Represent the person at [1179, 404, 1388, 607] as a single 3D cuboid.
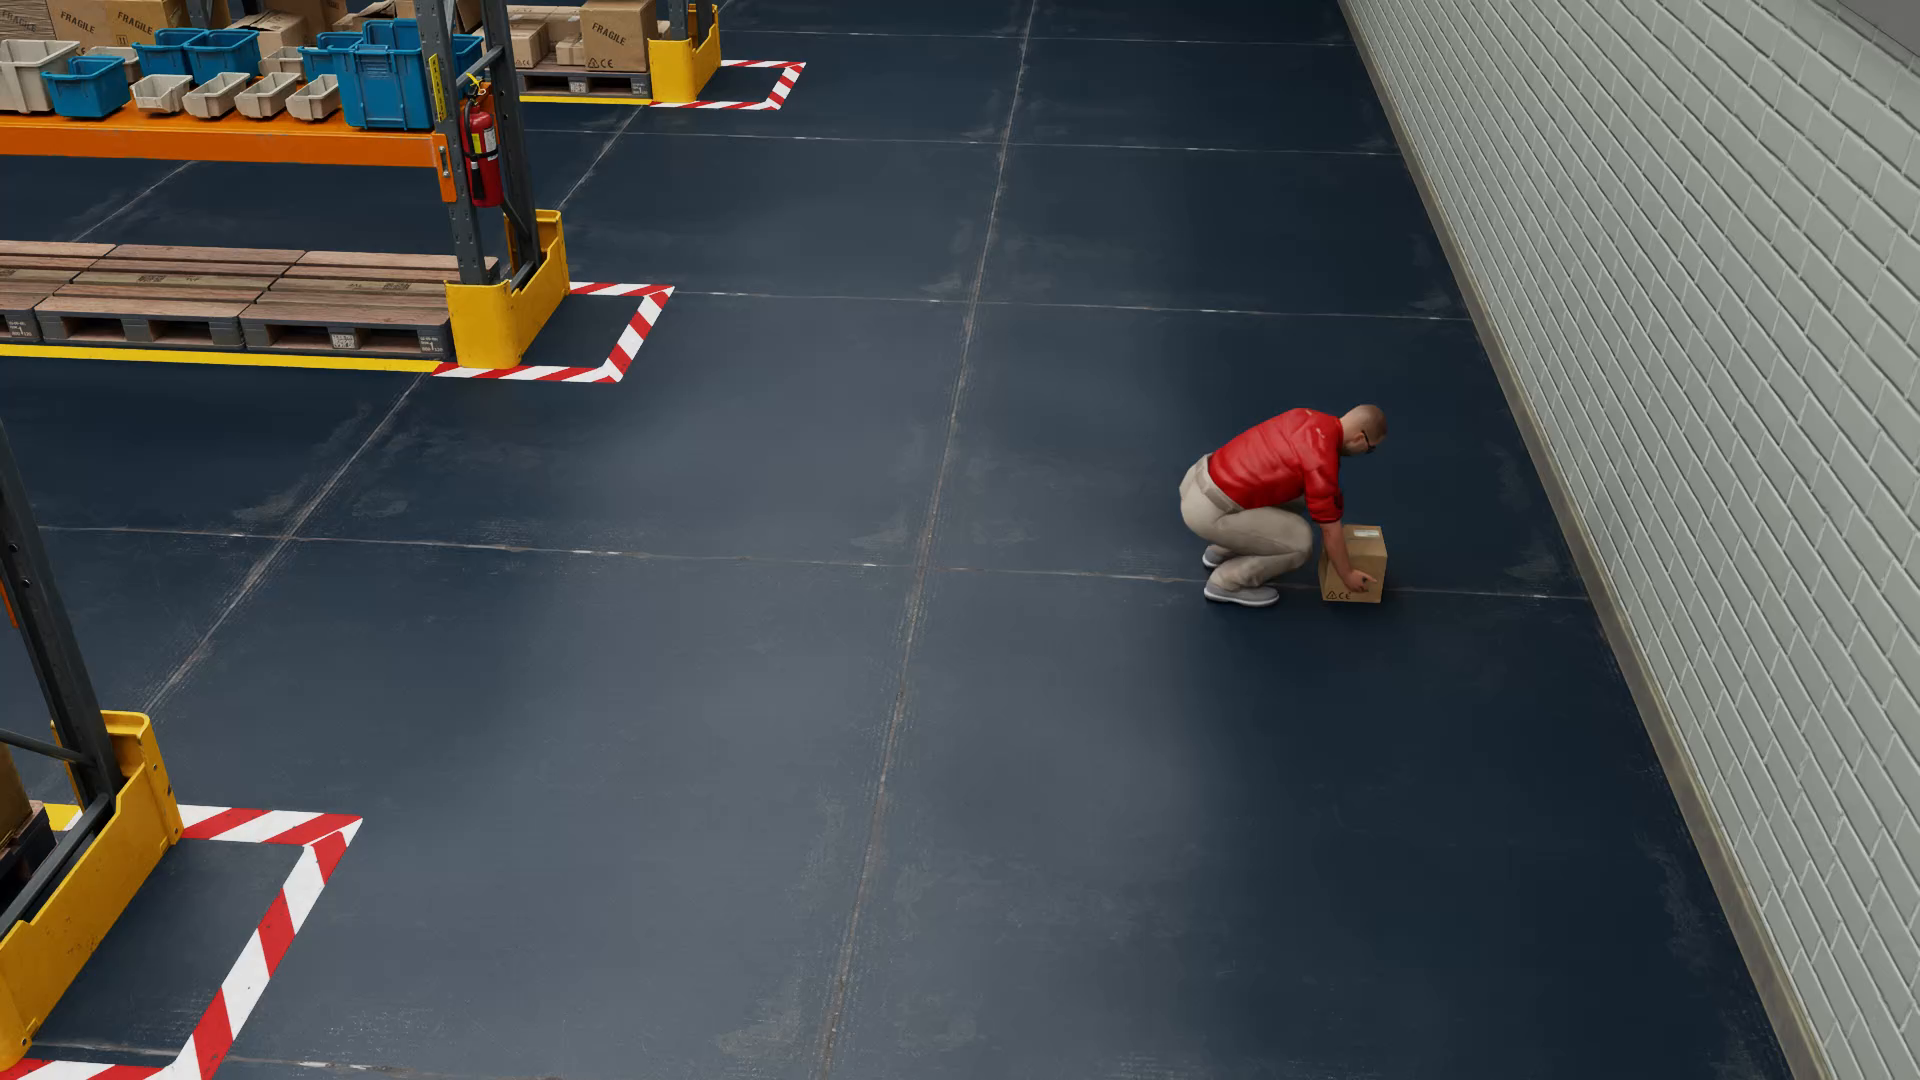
[{"bbox_3d":[1.397,-0.182,7.265,0.869,0.876,0.560,3,32,4],"label":"person"}]
